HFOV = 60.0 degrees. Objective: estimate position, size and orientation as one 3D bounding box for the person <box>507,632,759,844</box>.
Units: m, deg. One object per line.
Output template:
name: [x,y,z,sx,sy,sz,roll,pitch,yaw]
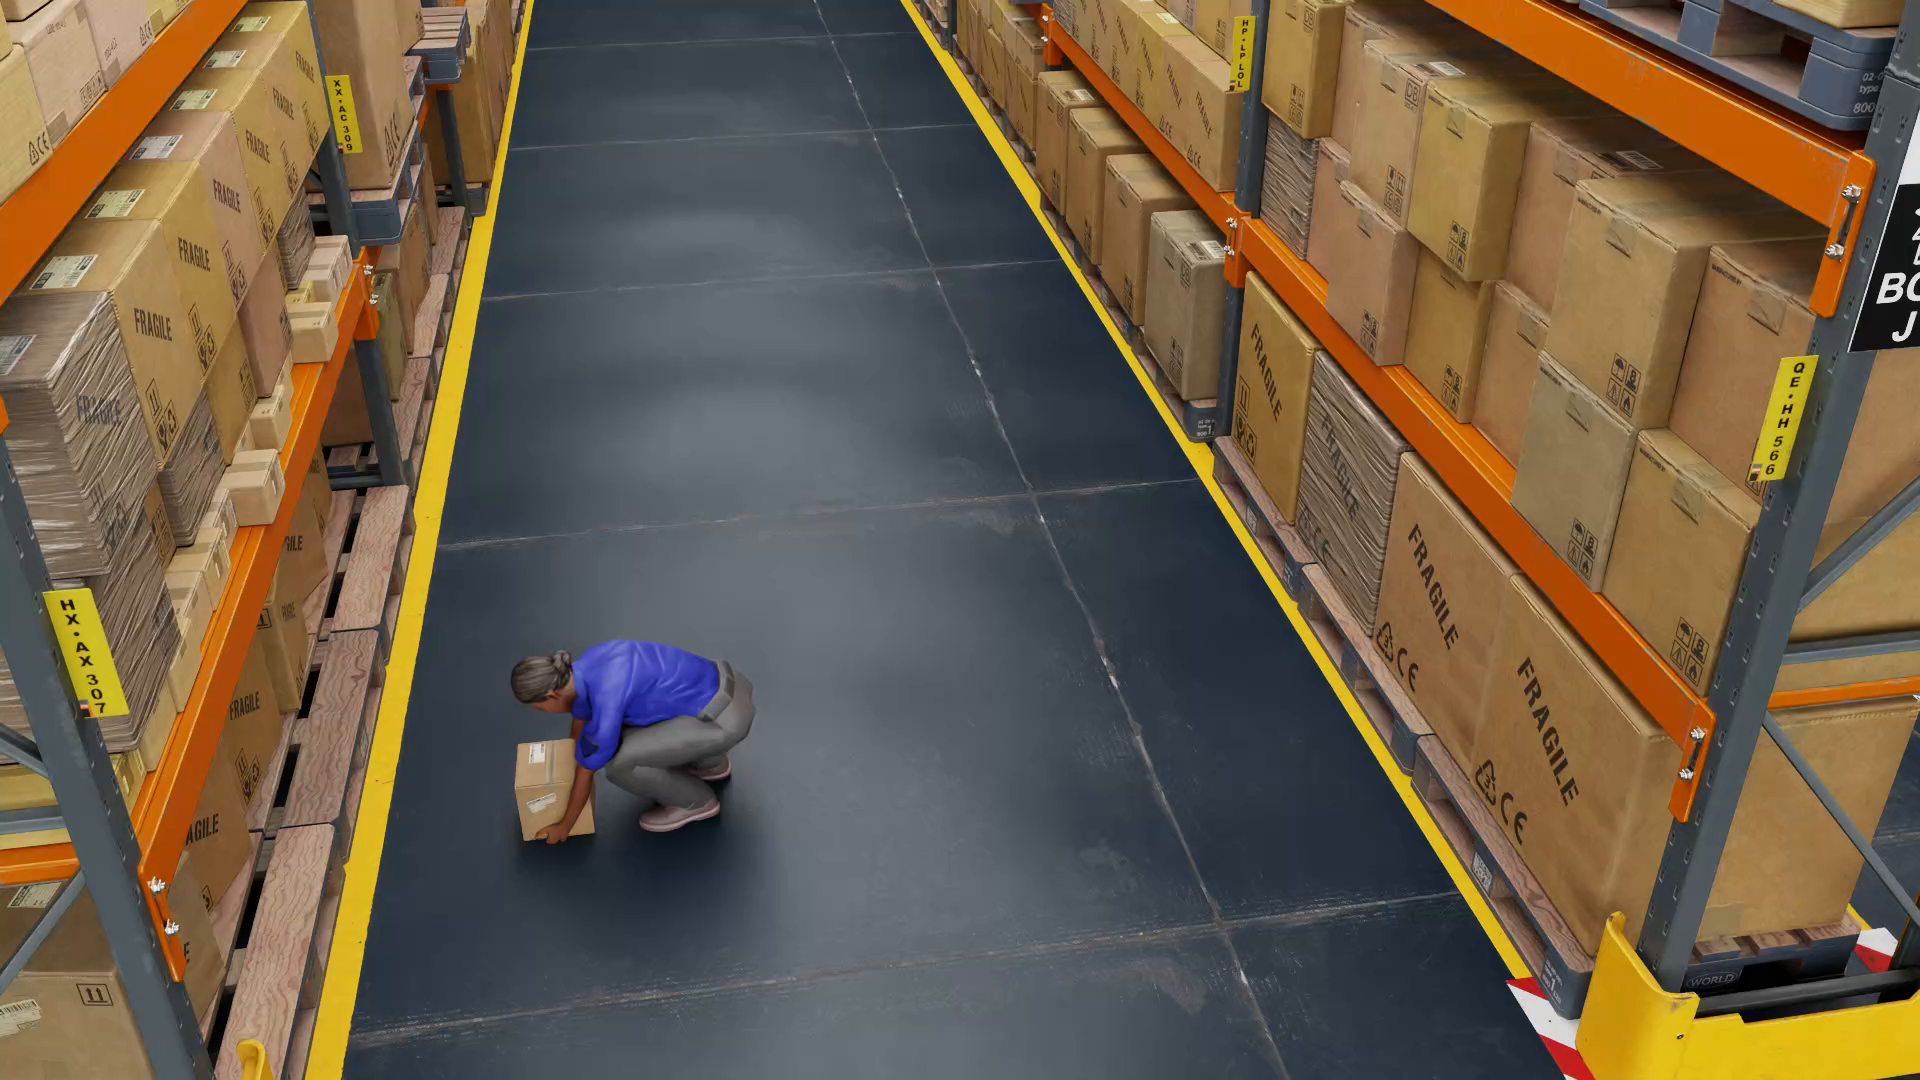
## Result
person: [-1.141,0.668,5.946,0.858,0.739,0.449,-6,31,-10]
